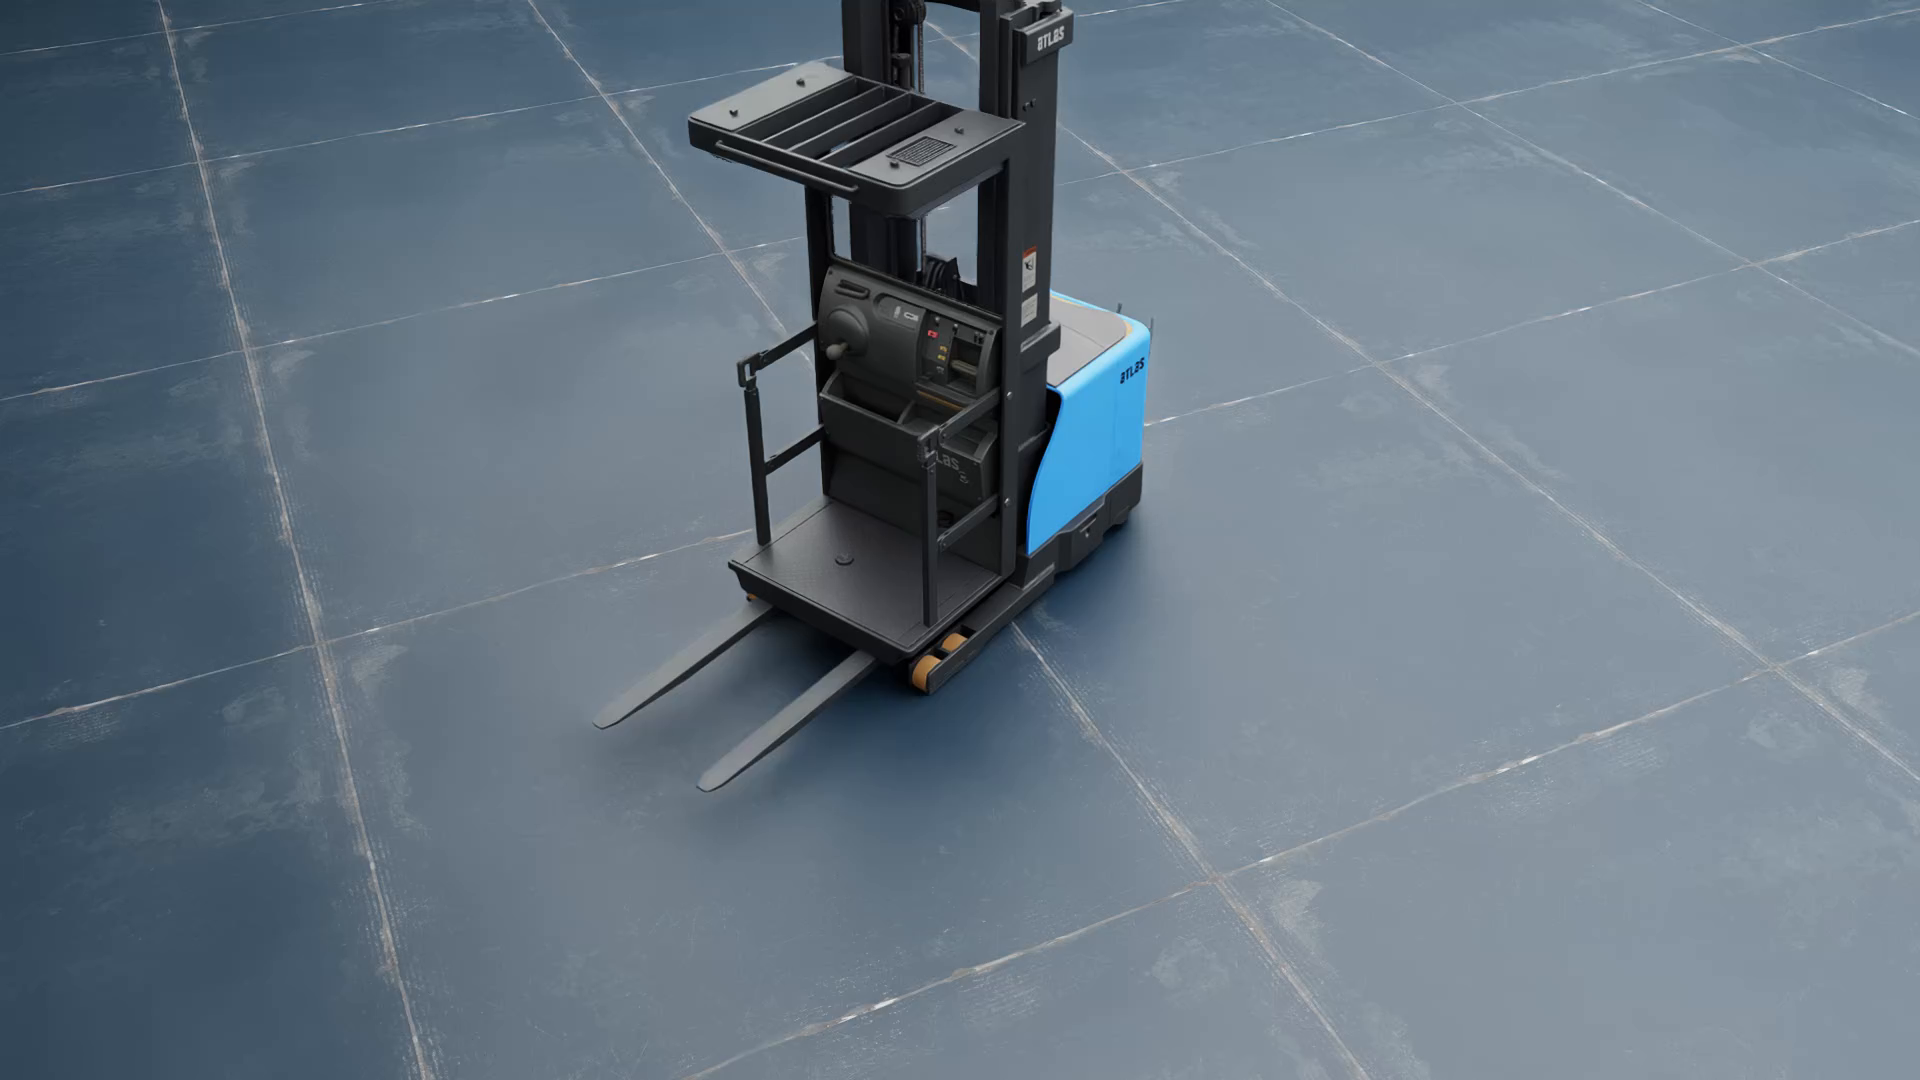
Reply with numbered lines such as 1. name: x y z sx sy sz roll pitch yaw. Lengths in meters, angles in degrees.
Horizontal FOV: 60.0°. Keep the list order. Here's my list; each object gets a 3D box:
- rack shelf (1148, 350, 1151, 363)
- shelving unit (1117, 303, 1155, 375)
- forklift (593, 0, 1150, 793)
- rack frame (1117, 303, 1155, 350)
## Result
1. rack shelf: 0.812 -0.954 8.514 0.258 0.077 0.200 31 40 35
2. shelving unit: 0.794 -0.755 8.640 0.258 0.900 0.210 31 40 35
3. forklift: -0.362 -0.825 7.045 1.130 2.935 3.031 24 43 29
4. rack frame: 0.866 -0.789 8.704 0.240 0.900 0.006 31 40 35
